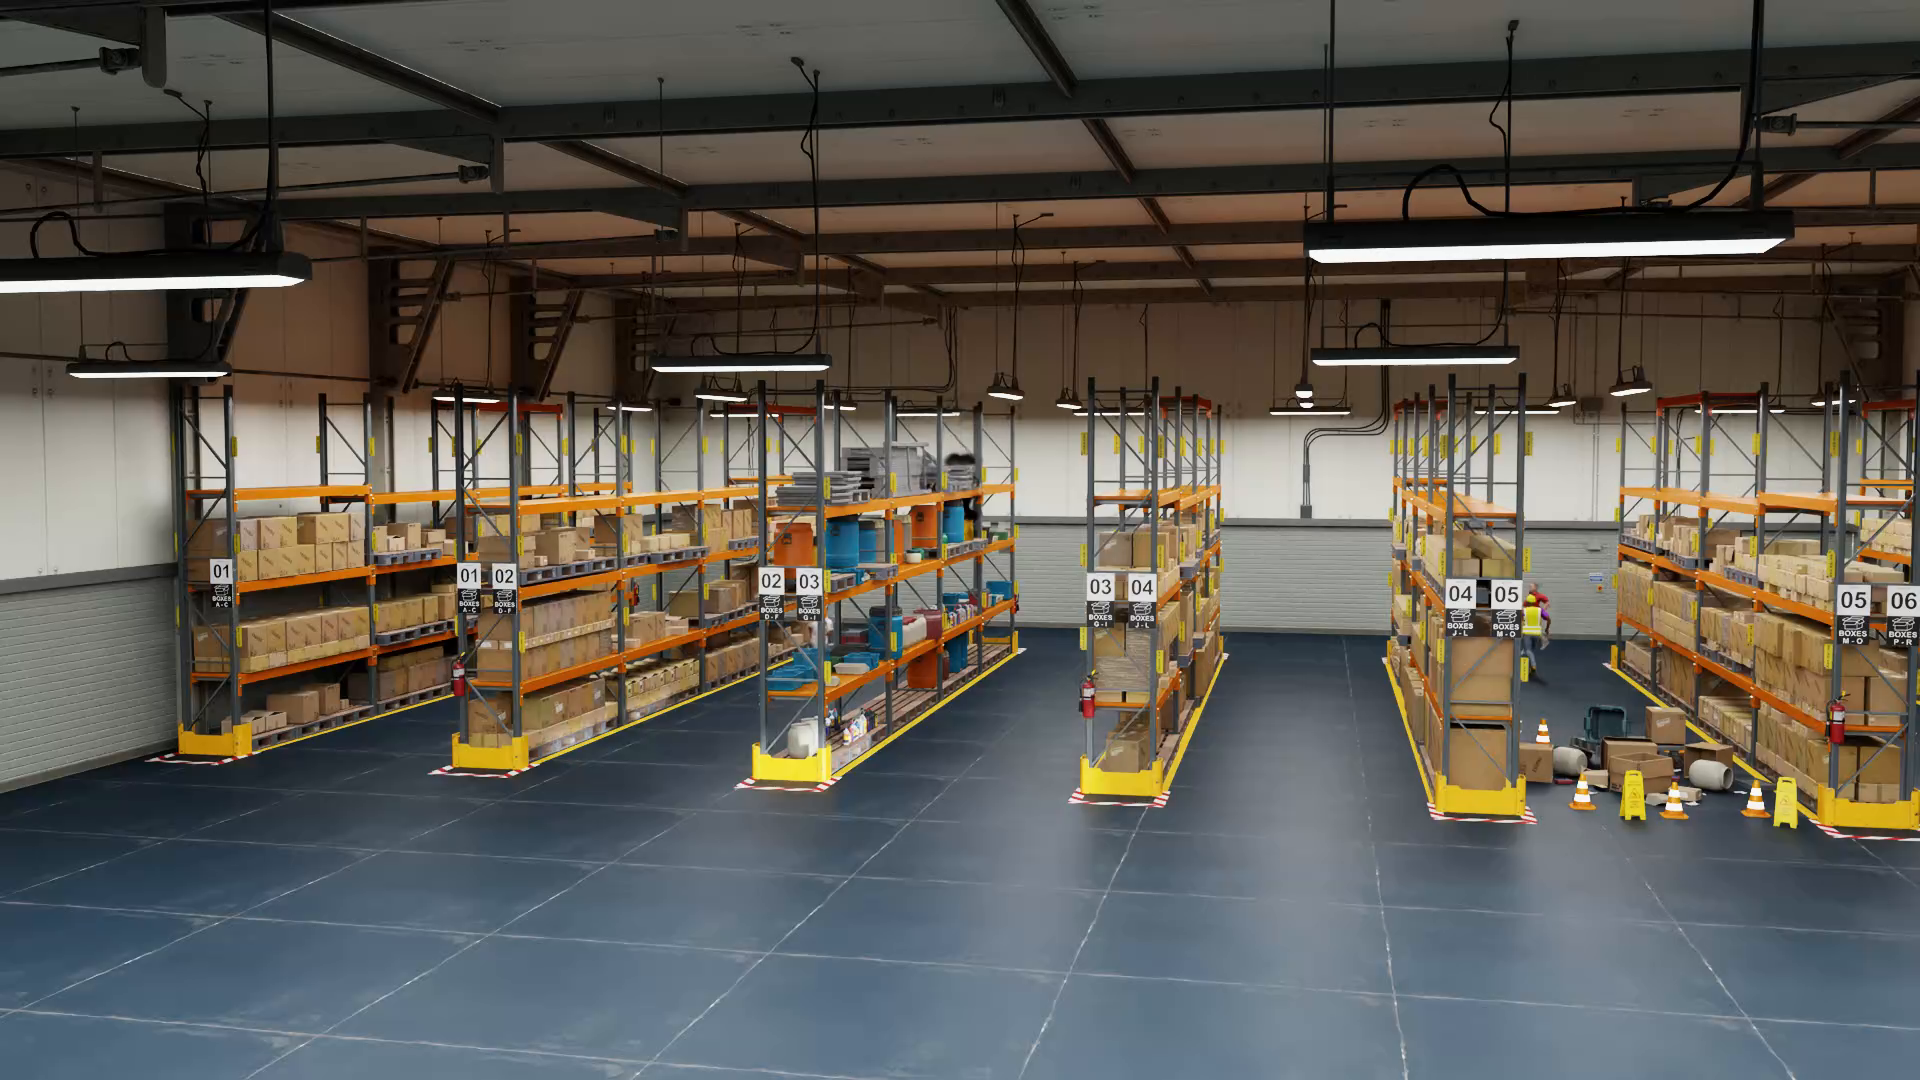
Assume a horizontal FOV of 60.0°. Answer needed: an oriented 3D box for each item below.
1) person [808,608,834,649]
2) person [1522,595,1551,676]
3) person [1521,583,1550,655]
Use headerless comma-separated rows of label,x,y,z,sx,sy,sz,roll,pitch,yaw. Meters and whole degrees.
person,-2.916,2.218,34.808,0.558,1.760,0.749,0,3,-1
person,12.392,2.066,36.089,0.697,1.759,0.988,0,3,1
person,13.797,1.890,40.028,0.973,1.727,0.662,-1,3,-12
